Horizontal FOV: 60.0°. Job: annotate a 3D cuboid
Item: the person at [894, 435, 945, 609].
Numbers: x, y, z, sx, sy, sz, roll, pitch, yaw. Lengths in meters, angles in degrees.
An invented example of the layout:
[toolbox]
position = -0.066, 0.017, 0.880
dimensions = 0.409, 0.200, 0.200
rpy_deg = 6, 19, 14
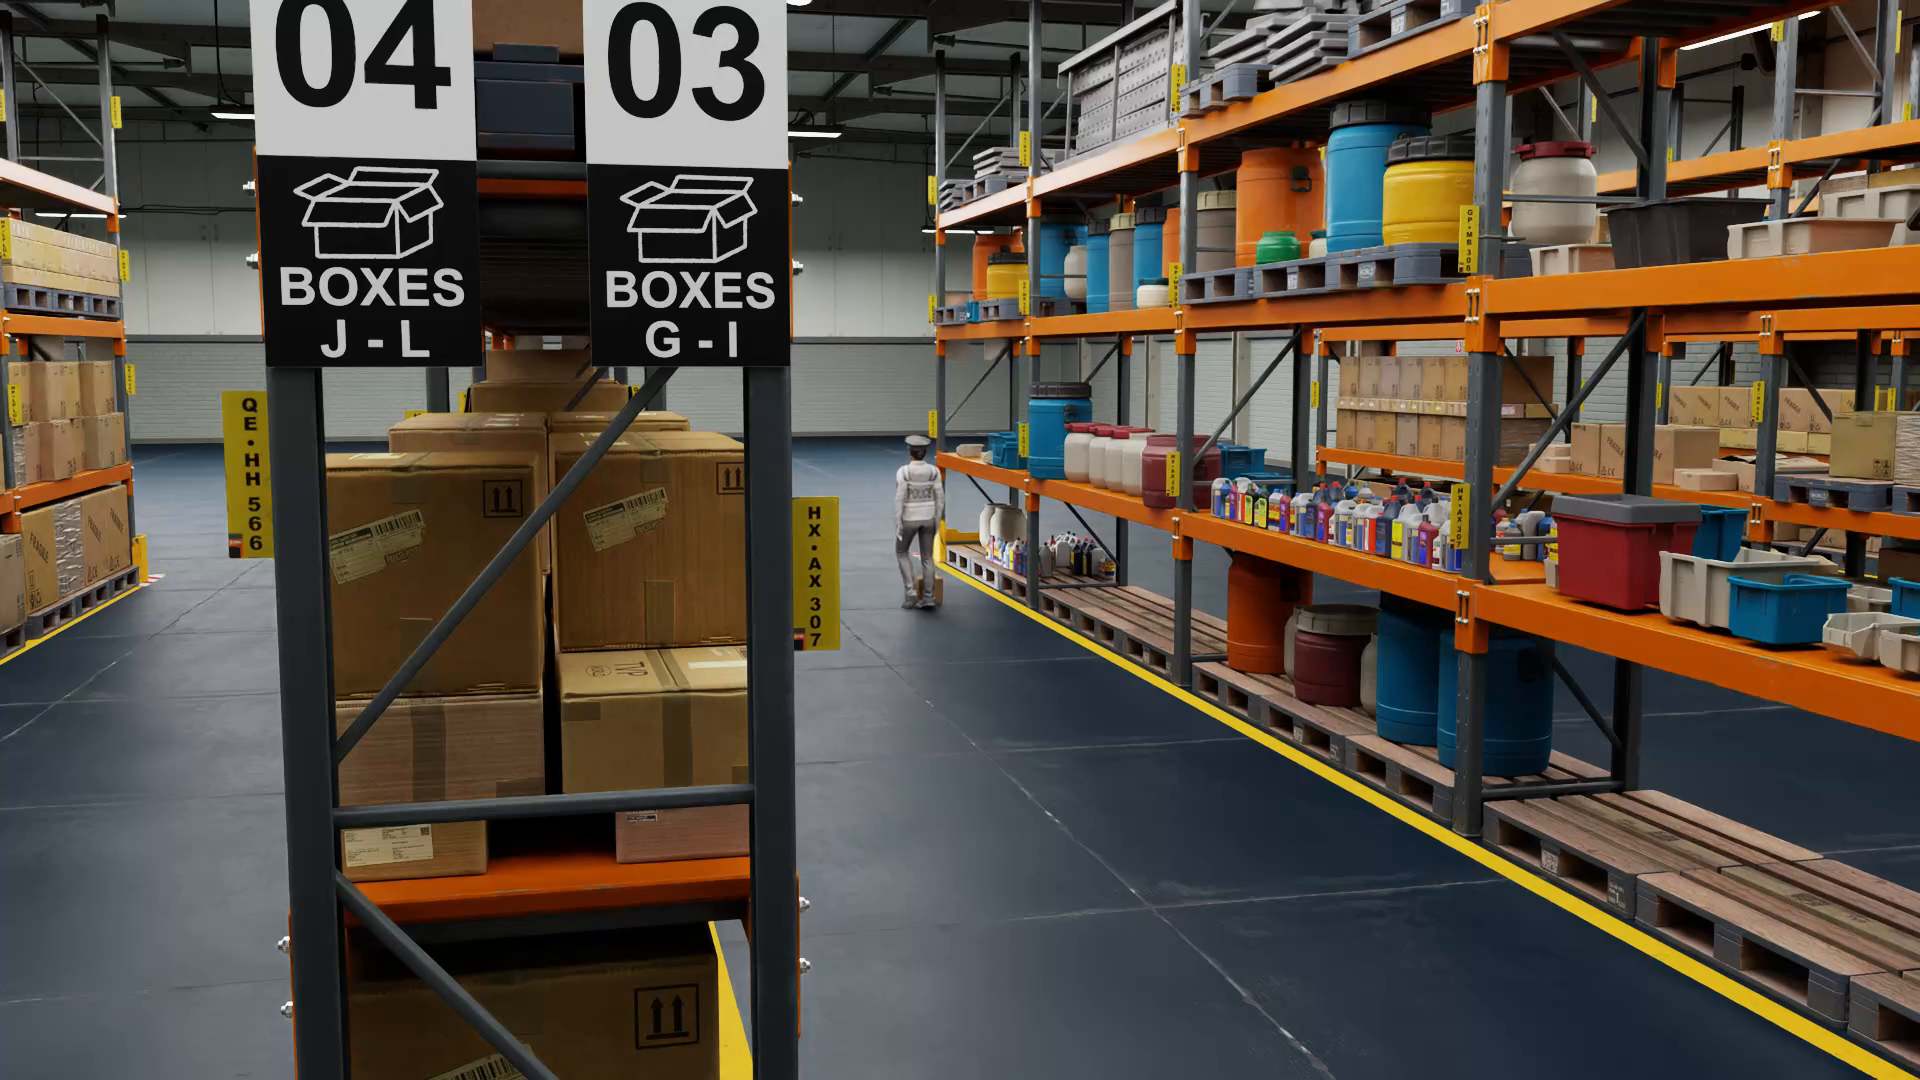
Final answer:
[person]
position = -0.410, -0.151, 16.049
dimensions = 0.523, 1.730, 0.485
rpy_deg = -2, 6, -16
